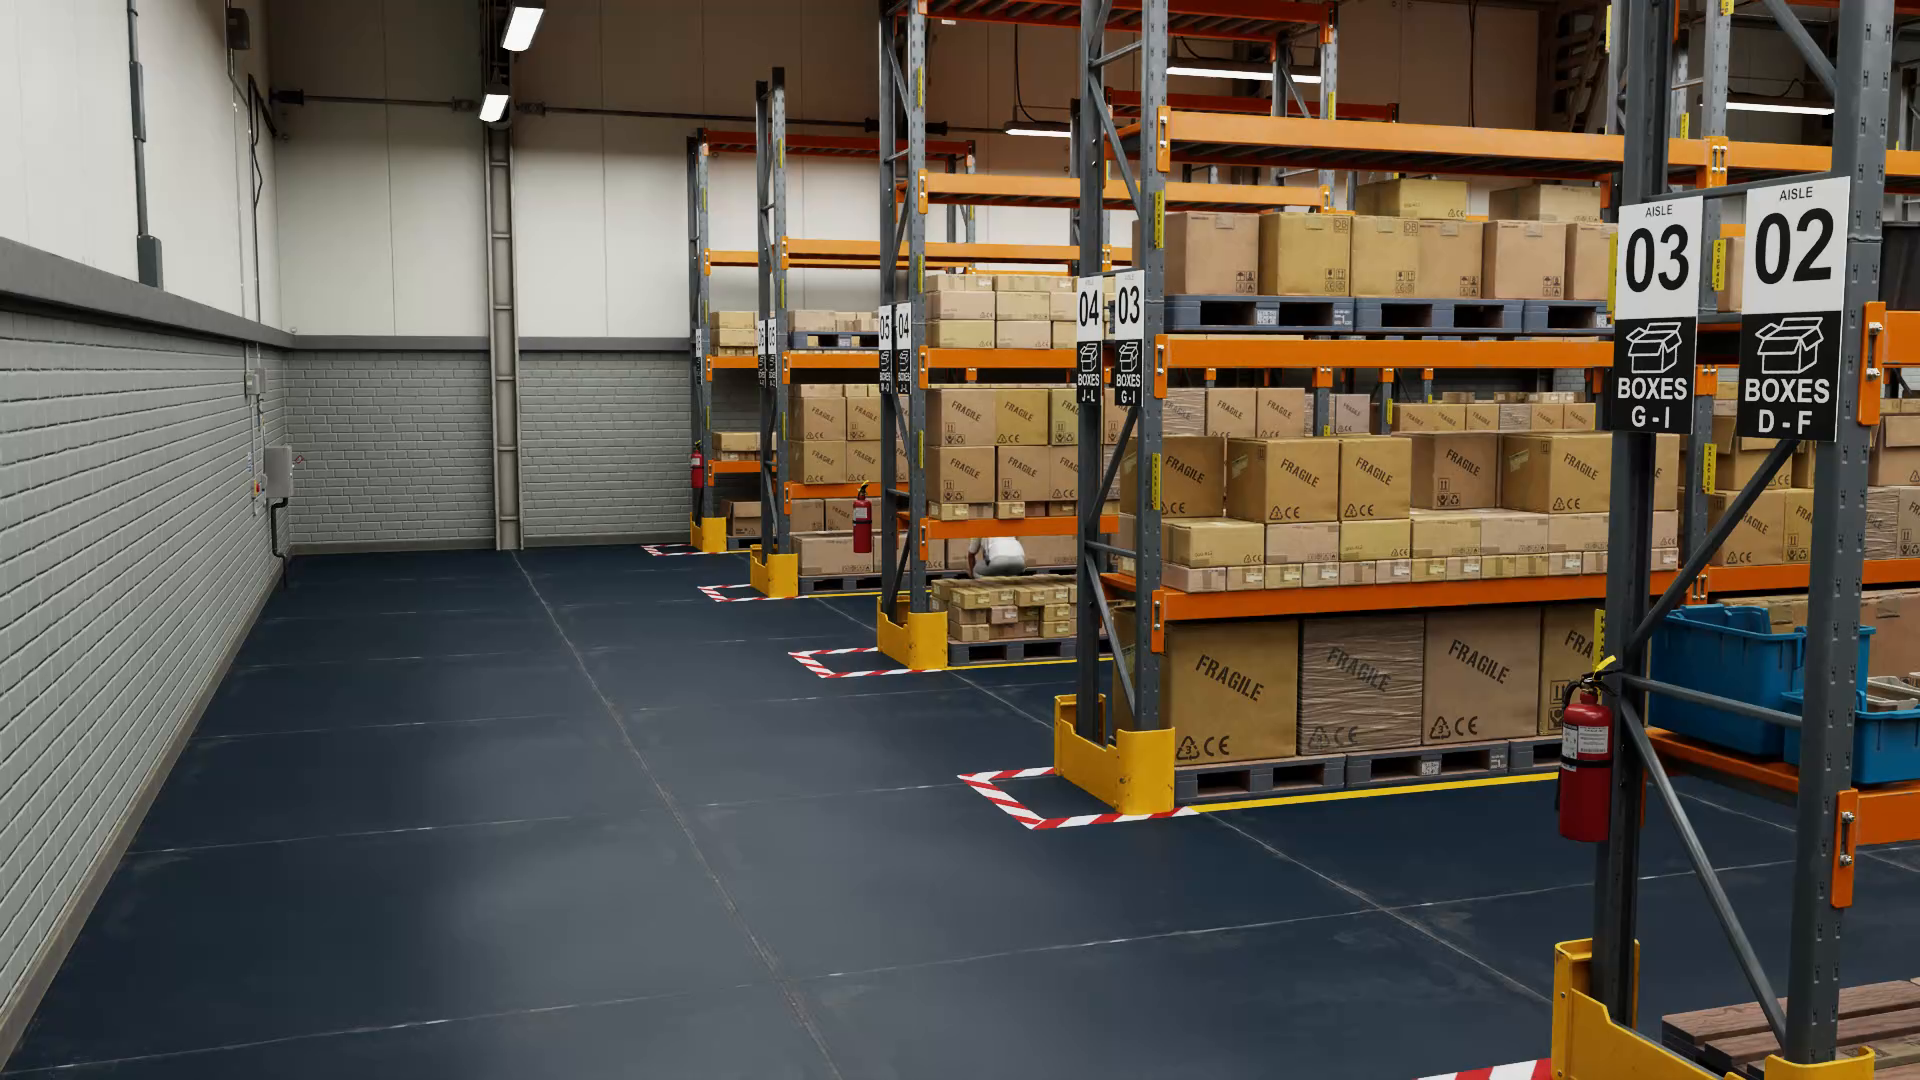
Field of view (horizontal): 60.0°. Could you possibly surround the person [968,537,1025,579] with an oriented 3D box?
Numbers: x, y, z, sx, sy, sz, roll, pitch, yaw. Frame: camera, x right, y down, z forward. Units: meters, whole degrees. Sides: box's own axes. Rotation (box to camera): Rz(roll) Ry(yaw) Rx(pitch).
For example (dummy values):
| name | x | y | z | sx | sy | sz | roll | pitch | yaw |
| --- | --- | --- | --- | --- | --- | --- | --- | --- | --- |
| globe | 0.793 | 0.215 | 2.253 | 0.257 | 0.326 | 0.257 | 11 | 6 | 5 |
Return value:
| name | x | y | z | sx | sy | sz | roll | pitch | yaw |
| --- | --- | --- | --- | --- | --- | --- | --- | --- | --- |
| person | 0.403 | 0.221 | 18.772 | 0.530 | 0.986 | 0.840 | -2 | 6 | -19 |
